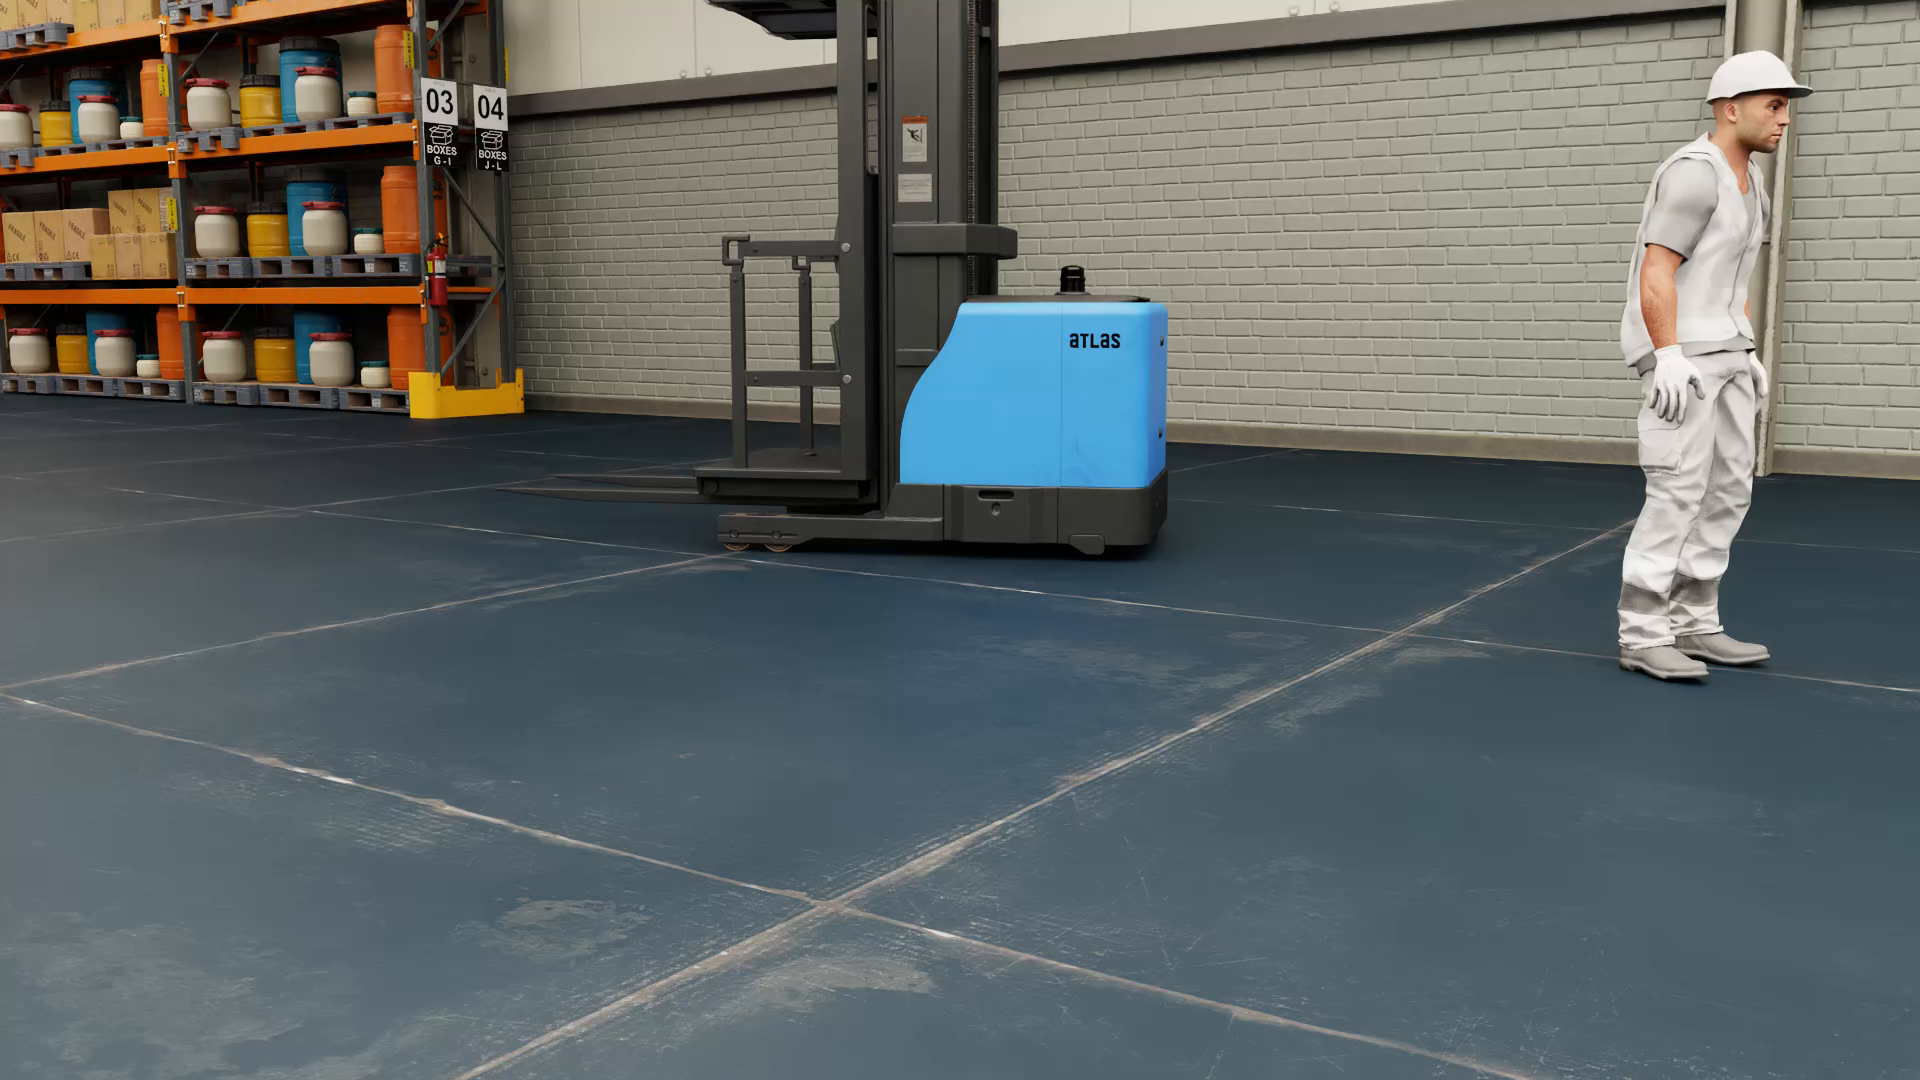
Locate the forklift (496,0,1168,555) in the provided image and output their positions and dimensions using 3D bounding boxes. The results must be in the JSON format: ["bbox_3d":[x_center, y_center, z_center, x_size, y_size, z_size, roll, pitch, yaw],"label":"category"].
[{"bbox_3d":[-0.596,-1.469,7.520,3.031,2.935,1.130,2,8,12],"label":"forklift"}]

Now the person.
[{"bbox_3d":[2.187,-0.507,4.863,0.617,1.778,0.453,-7,11,-41],"label":"person"}]
